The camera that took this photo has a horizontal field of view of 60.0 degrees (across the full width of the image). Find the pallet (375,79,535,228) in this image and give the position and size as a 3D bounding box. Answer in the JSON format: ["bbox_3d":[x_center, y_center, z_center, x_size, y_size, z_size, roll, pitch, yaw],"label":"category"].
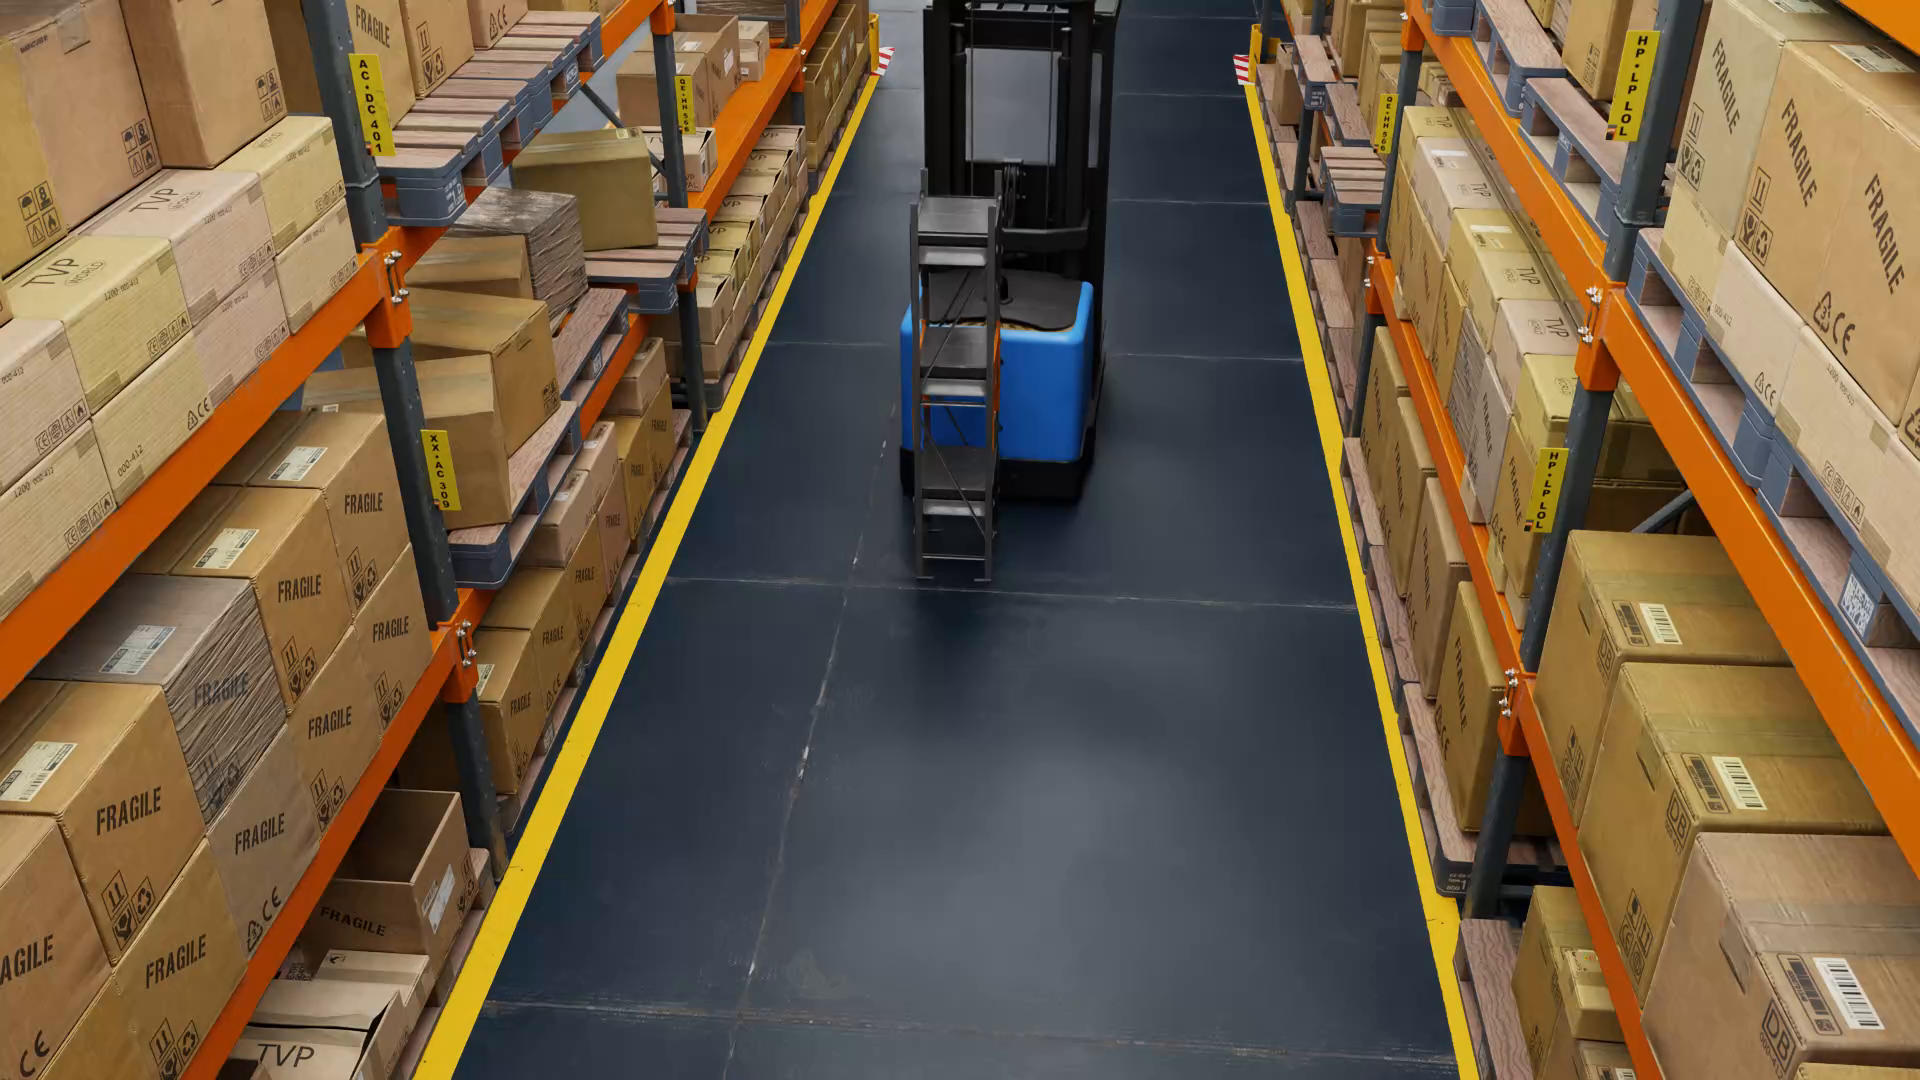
[{"bbox_3d":[-2.284,-1.434,6.038,1.213,0.211,1.003,2,32,4],"label":"pallet"}]

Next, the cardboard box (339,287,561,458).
[{"bbox_3d":[-2.153,-0.721,7.065,0.700,0.500,0.500,7,32,12],"label":"cardboard box"}]

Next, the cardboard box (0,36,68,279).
[{"bbox_3d":[-2.626,-0.871,3.897,0.700,0.500,0.500,2,32,4],"label":"cardboard box"}]

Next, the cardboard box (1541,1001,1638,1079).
[{"bbox_3d":[2.323,1.845,5.379,0.700,0.500,0.500,2,32,3],"label":"cardboard box"}]

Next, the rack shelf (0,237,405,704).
[{"bbox_3d":[-2.570,0.176,3.932,1.077,0.370,4.000,2,32,4],"label":"rack shelf"}]

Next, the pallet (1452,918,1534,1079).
[{"bbox_3d":[2.390,1.892,5.978,1.003,0.211,1.213,2,32,4],"label":"pallet"}]

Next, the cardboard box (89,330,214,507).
[{"bbox_3d":[-2.265,-0.324,4.200,0.500,0.250,0.500,2,32,4],"label":"cardboard box"}]

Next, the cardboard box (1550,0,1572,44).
[{"bbox_3d":[2.797,-2.205,6.594,0.700,0.500,0.500,2,32,4],"label":"cardboard box"}]

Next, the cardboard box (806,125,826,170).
[{"bbox_3d":[-1.416,-3.320,13.998,0.500,0.250,0.500,2,32,4],"label":"cardboard box"}]

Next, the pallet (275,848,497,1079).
[{"bbox_3d":[-2.464,1.647,6.376,1.003,0.211,1.213,2,32,4],"label":"pallet"}]

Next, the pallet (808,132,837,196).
[{"bbox_3d":[-1.650,-3.309,14.418,1.003,0.211,1.213,2,32,4],"label":"pallet"}]

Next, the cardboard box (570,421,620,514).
[{"bbox_3d":[-2.004,-0.369,8.238,0.500,0.250,0.500,2,32,3],"label":"cardboard box"}]

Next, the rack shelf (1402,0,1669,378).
[{"bbox_3d":[2.693,-1.706,6.985,1.077,0.370,4.000,2,32,4],"label":"rack shelf"}]

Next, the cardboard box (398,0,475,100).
[{"bbox_3d":[-2.261,-2.050,6.268,0.600,0.600,0.600,2,32,3],"label":"cardboard box"}]

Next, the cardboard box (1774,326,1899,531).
[{"bbox_3d":[2.121,-0.239,3.567,0.500,0.250,0.500,2,32,3],"label":"cardboard box"}]

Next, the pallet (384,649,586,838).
[{"bbox_3d":[-2.379,0.861,7.651,1.003,0.211,1.213,2,32,4],"label":"pallet"}]

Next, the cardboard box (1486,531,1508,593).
[{"bbox_3d":[2.272,0.087,6.470,0.380,0.149,0.250,3,32,5],"label":"cardboard box"}]

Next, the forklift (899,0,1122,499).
[{"bbox_3d":[0.368,-2.238,10.087,1.130,2.935,3.031,4,32,7],"label":"forklift"}]

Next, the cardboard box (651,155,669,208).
[{"bbox_3d":[-2.009,-2.141,9.950,0.500,0.311,0.500,4,32,7],"label":"cardboard box"}]

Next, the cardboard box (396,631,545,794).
[{"bbox_3d":[-2.125,0.735,7.161,0.500,0.500,0.500,1,32,2],"label":"cardboard box"}]

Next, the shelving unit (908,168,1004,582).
[{"bbox_3d":[-0.013,-0.807,8.559,0.431,2.100,0.503,2,32,4],"label":"shelving unit"}]

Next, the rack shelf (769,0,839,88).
[{"bbox_3d":[-1.593,-4.822,14.901,1.077,0.370,4.000,2,32,4],"label":"rack shelf"}]

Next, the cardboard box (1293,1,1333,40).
[{"bbox_3d":[2.918,-4.078,13.132,0.500,0.250,0.500,3,32,4],"label":"cardboard box"}]

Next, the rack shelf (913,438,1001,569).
[{"bbox_3d":[-0.013,-0.200,8.933,0.431,0.518,0.480,2,32,4],"label":"rack shelf"}]

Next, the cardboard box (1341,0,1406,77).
[{"bbox_3d":[3.053,-3.546,11.630,0.700,0.500,0.500,6,32,9],"label":"cardboard box"}]

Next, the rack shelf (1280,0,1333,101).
[{"bbox_3d":[3.344,-4.612,14.560,1.077,0.370,4.000,2,32,4],"label":"rack shelf"}]

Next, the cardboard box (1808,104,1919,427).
[{"bbox_3d":[2.122,-0.555,3.364,0.500,0.500,0.500,3,32,4],"label":"cardboard box"}]

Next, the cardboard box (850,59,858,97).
[{"bbox_3d":[-1.247,-4.365,15.695,0.500,0.250,0.500,2,32,4],"label":"cardboard box"}]

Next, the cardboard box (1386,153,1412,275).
[{"bbox_3d":[2.561,-1.716,8.777,0.500,0.500,0.500,3,32,5],"label":"cardboard box"}]

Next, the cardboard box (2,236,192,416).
[{"bbox_3d":[-2.264,-0.536,4.069,0.500,0.250,0.500,2,32,4],"label":"cardboard box"}]

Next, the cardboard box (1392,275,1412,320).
[{"bbox_3d":[2.463,-1.253,8.645,0.380,0.149,0.250,3,32,5],"label":"cardboard box"}]

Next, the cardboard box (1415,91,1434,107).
[{"bbox_3d":[2.884,-2.257,9.538,0.700,0.500,0.500,-1,32,-2],"label":"cardboard box"}]

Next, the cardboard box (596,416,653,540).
[{"bbox_3d":[-1.967,-0.344,8.912,0.500,0.500,0.500,1,32,2],"label":"cardboard box"}]

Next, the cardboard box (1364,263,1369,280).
[{"bbox_3d":[3.020,-1.547,10.865,0.700,0.500,0.500,2,32,4],"label":"cardboard box"}]

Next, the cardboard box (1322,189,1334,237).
[{"bbox_3d":[3.138,-2.610,12.589,0.700,0.500,0.500,3,32,6],"label":"cardboard box"}]

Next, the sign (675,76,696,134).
[{"bbox_3d":[-1.540,-2.431,9.308,0.100,0.325,0.005,2,32,4],"label":"sign"}]

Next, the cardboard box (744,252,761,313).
[{"bbox_3d":[-1.670,-1.795,11.524,0.500,0.250,0.500,2,32,3],"label":"cardboard box"}]

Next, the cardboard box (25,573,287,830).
[{"bbox_3d":[-2.271,0.440,4.629,0.500,0.500,0.500,3,32,4],"label":"cardboard box"}]

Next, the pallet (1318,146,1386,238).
[{"bbox_3d":[2.808,-2.076,9.943,1.213,0.211,1.003,2,32,4],"label":"pallet"}]

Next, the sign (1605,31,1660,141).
[{"bbox_3d":[1.988,-1.338,4.911,0.100,0.325,0.005,2,32,4],"label":"sign"}]

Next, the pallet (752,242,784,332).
[{"bbox_3d":[-1.874,-1.868,12.081,1.003,0.211,1.213,2,32,4],"label":"pallet"}]

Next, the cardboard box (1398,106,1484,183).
[{"bbox_3d":[2.559,-2.036,8.583,0.500,0.250,0.500,3,32,5],"label":"cardboard box"}]

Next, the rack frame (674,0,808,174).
[{"bbox_3d":[-1.756,-4.082,13.015,1.000,3.000,0.127,2,32,4],"label":"rack frame"}]

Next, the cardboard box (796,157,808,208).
[{"bbox_3d":[-1.501,-2.861,13.254,0.500,0.250,0.500,2,32,4],"label":"cardboard box"}]

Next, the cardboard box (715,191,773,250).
[{"bbox_3d":[-1.627,-2.309,11.824,0.500,0.311,0.500,2,32,3],"label":"cardboard box"}]

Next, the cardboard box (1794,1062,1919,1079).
[{"bbox_3d":[2.284,1.627,3.466,0.980,0.700,0.700,2,32,4],"label":"cardboard box"}]

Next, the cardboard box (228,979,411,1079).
[{"bbox_3d":[-2.232,1.761,5.677,0.500,0.311,0.500,2,32,4],"label":"cardboard box"}]

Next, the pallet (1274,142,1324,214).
[{"bbox_3d":[3.201,-3.038,13.979,1.003,0.211,1.213,2,32,4],"label":"pallet"}]

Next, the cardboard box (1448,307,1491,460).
[{"bbox_3d":[2.397,-0.649,7.046,0.500,0.500,0.500,3,32,4],"label":"cardboard box"}]

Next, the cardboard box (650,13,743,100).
[{"bbox_3d":[-1.878,-3.448,11.891,0.500,0.500,0.500,5,32,8],"label":"cardboard box"}]

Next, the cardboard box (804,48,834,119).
[{"bbox_3d":[-1.374,-3.900,14.226,0.500,0.500,0.500,2,32,4],"label":"cardboard box"}]

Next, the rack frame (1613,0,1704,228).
[{"bbox_3d":[2.530,-2.243,4.313,1.000,3.000,0.127,2,32,4],"label":"rack frame"}]

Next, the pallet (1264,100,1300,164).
[{"bbox_3d":[3.298,-3.678,15.017,1.003,0.211,1.213,2,32,4],"label":"pallet"}]

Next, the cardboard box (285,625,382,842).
[{"bbox_3d":[-2.233,0.601,5.321,0.500,0.500,0.500,3,32,5],"label":"cardboard box"}]

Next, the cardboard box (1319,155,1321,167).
[{"bbox_3d":[3.195,-3.135,13.759,0.380,0.166,0.250,-2,32,-2],"label":"cardboard box"}]

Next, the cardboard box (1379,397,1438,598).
[{"bbox_3d":[2.587,-0.208,8.377,0.750,0.750,0.750,2,32,4],"label":"cardboard box"}]

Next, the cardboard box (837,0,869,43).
[{"bbox_3d":[-1.178,-5.208,16.348,0.500,0.500,0.500,2,32,4],"label":"cardboard box"}]
